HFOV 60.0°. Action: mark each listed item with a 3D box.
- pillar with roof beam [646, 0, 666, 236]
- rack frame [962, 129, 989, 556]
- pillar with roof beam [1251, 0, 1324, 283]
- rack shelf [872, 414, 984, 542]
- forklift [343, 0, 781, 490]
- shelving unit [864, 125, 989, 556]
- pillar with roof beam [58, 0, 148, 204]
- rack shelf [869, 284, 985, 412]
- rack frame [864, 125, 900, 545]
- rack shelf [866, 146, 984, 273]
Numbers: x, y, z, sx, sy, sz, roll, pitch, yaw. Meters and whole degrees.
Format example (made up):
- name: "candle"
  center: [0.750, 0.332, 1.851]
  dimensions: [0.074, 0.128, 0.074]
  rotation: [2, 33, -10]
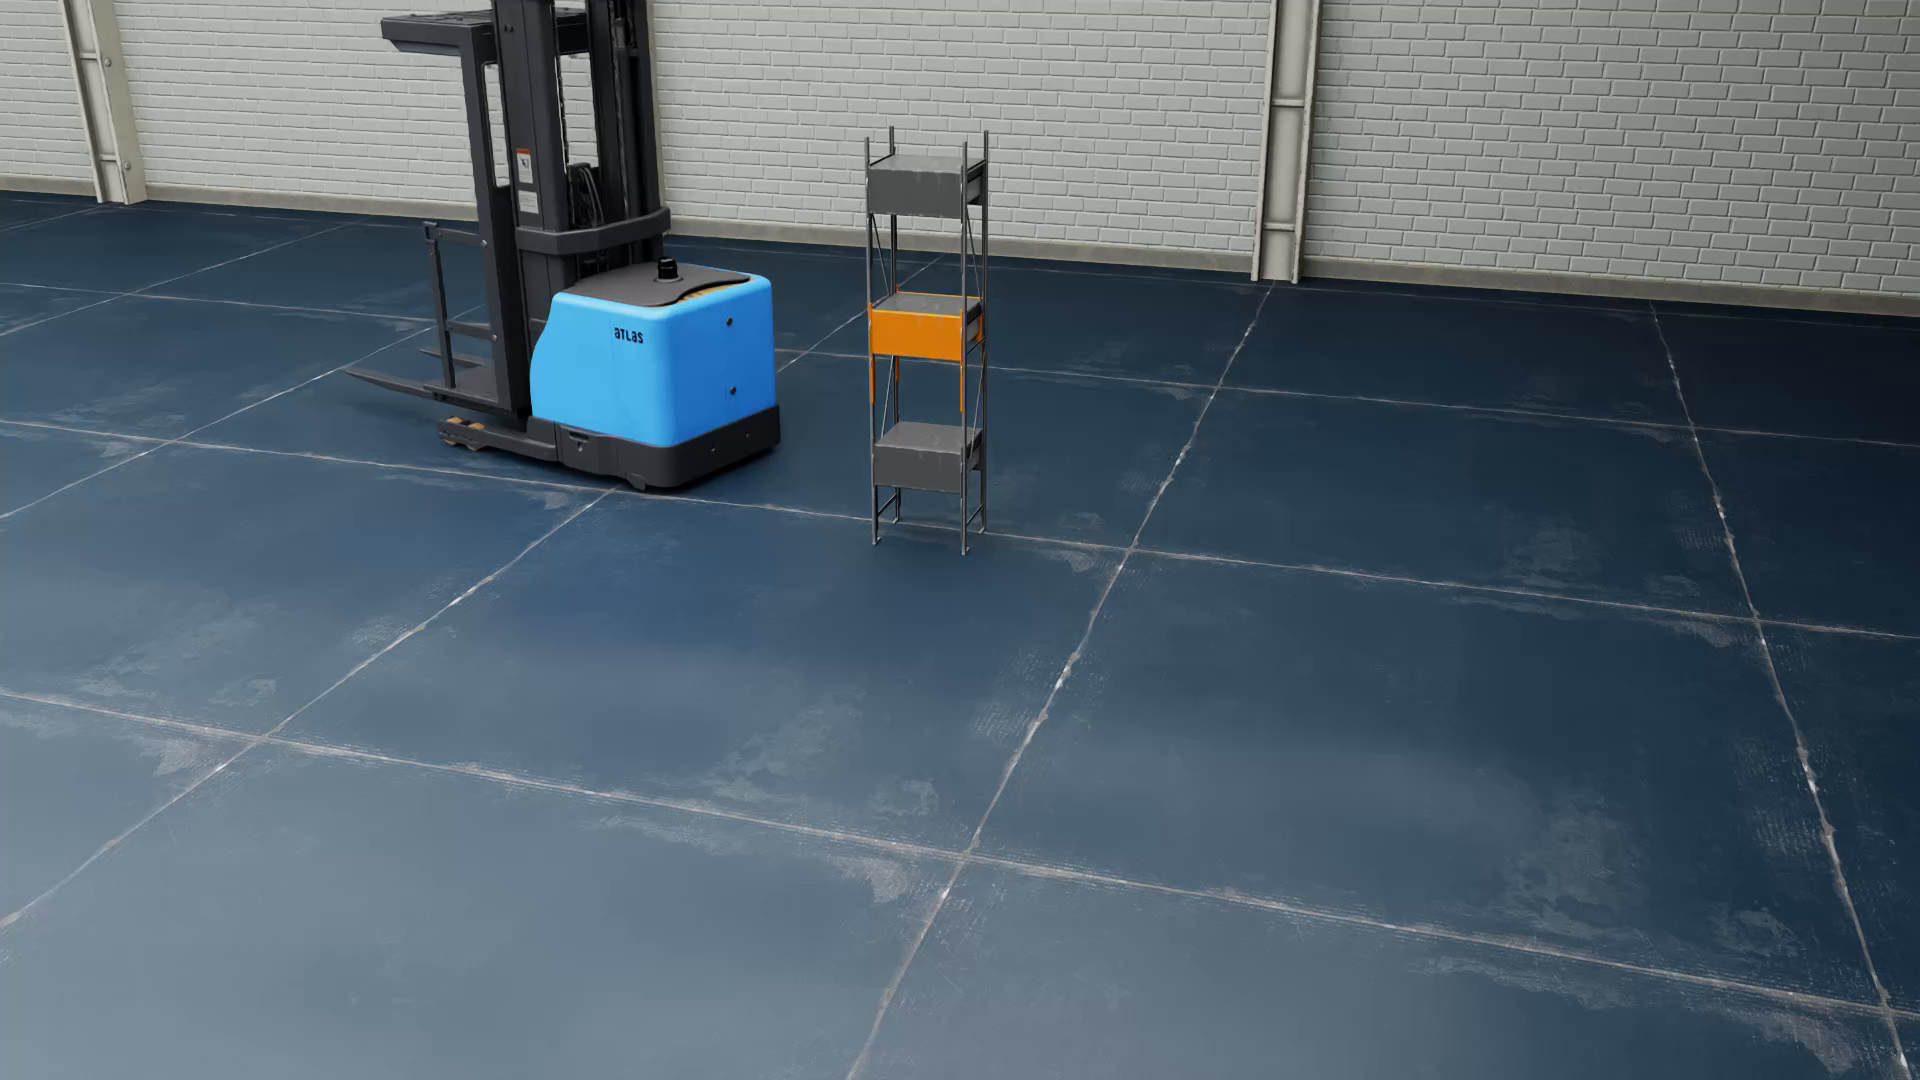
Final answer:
- name: "pillar with roof beam"
  center: [-4.276, -5.504, 10.331]
  dimensions: [0.400, 9.000, 9.100]
  rotation: [7, 23, 16]
- name: "rack frame"
  center: [0.075, -0.963, 8.351]
  dimensions: [0.015, 2.100, 0.400]
  rotation: [7, 23, 16]
- name: "pillar with roof beam"
  center: [1.468, -4.846, 8.727]
  dimensions: [0.400, 9.000, 9.100]
  rotation: [7, 23, 16]
- name: "rack shelf"
  center: [-0.158, -0.329, 8.687]
  dimensions: [0.480, 0.518, 0.431]
  rotation: [7, 23, 16]
- name: "forklift"
  center: [-2.593, -2.049, 9.904]
  dimensions: [3.031, 2.935, 1.130]
  rotation: [14, 26, 31]
- name: "shelving unit"
  center: [-0.158, -0.990, 8.416]
  dimensions: [0.503, 2.100, 0.431]
  rotation: [7, 23, 16]
- name: "pillar with roof beam"
  center: [-10.020, -6.162, 11.934]
  dimensions: [0.400, 9.000, 9.100]
  rotation: [7, 23, 16]
- name: "rack shelf"
  center: [-0.158, -0.977, 8.421]
  dimensions: [0.480, 0.518, 0.431]
  rotation: [7, 23, 16]
- name: "rack frame"
  center: [-0.392, -1.016, 8.481]
  dimensions: [0.015, 2.100, 0.400]
  rotation: [7, 23, 16]
- name: "rack shelf"
  center: [-0.158, -1.625, 8.155]
  dimensions: [0.480, 0.518, 0.431]
  rotation: [7, 23, 16]
